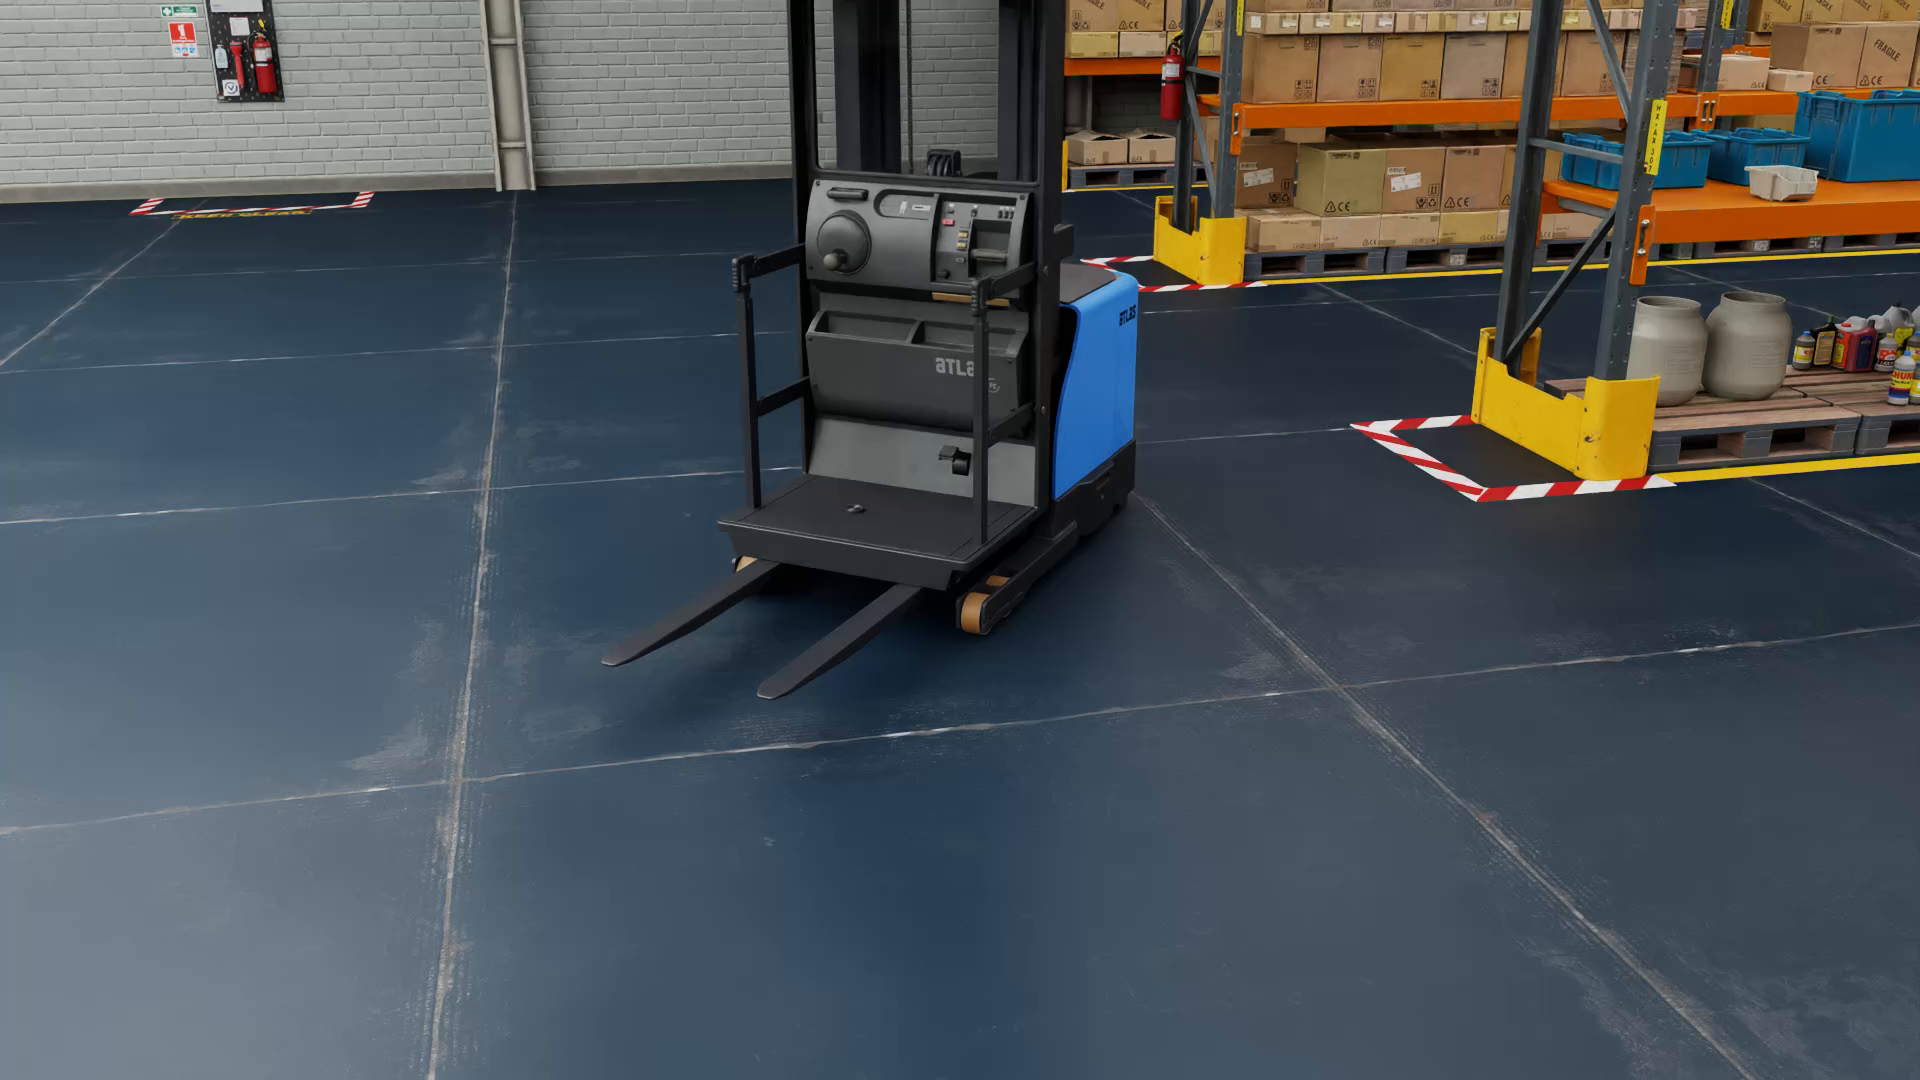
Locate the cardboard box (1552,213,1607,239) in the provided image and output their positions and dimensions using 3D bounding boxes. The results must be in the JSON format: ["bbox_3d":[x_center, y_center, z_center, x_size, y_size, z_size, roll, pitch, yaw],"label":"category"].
[{"bbox_3d":[4.891,-2.612,13.470,0.500,0.250,0.500,-5,21,-12],"label":"cardboard box"}]

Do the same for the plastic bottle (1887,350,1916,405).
[{"bbox_3d":[4.861,-0.841,8.577,0.097,0.271,0.097,0,20,0],"label":"plastic bottle"}]

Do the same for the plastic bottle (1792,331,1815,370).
[{"bbox_3d":[4.711,-1.061,9.280,0.097,0.201,0.097,0,20,0],"label":"plastic bottle"}]

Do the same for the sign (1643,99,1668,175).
[{"bbox_3d":[3.147,-1.822,7.525,0.005,0.325,0.100,-5,21,-12],"label":"sign"}]

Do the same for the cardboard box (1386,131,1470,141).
[{"bbox_3d":[3.799,-3.058,13.600,0.500,0.500,0.500,-5,21,-12],"label":"cardboard box"}]

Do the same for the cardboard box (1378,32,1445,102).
[{"bbox_3d":[3.340,-3.695,12.896,0.500,0.500,0.700,-5,21,-12],"label":"cardboard box"}]

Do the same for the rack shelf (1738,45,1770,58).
[{"bbox_3d":[10.477,-5.647,19.414,4.000,0.370,1.077,-5,21,-12],"label":"rack shelf"}]

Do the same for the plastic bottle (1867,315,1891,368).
[{"bbox_3d":[5.098,-1.118,9.326,0.135,0.276,0.152,-5,21,-14],"label":"plastic bottle"}]

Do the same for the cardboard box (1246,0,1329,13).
[{"bbox_3d":[2.397,-4.228,12.464,0.500,0.500,0.700,-5,21,-12],"label":"cardboard box"}]

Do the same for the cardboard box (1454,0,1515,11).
[{"bbox_3d":[3.886,-4.351,12.801,0.500,0.500,0.700,-5,21,-12],"label":"cardboard box"}]

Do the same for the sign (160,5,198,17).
[{"bbox_3d":[-7.581,-5.134,16.146,0.331,0.109,0.001,-5,21,-12],"label":"sign"}]

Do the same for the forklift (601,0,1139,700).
[{"bbox_3d":[-0.262,-1.182,6.280,1.130,2.935,3.031,9,22,23],"label":"forklift"}]

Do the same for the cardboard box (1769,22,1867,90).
[{"bbox_3d":[7.045,-3.996,13.716,0.500,0.500,0.500,-3,20,-9],"label":"cardboard box"}]

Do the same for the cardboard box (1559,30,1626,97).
[{"bbox_3d":[4.839,-3.817,13.229,0.500,0.500,0.700,-5,21,-13],"label":"cardboard box"}]

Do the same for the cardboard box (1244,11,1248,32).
[{"bbox_3d":[2.217,-3.981,12.732,0.250,0.149,0.380,-5,21,-13],"label":"cardboard box"}]

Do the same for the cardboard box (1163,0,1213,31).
[{"bbox_3d":[2.266,-5.496,17.055,0.500,0.500,0.500,-5,21,-14],"label":"cardboard box"}]

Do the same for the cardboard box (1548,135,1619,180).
[{"bbox_3d":[4.891,-2.964,13.342,0.500,0.500,0.500,-5,21,-12],"label":"cardboard box"}]

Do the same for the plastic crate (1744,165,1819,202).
[{"bbox_3d":[3.970,-1.716,8.021,0.250,0.136,0.298,-5,21,-12],"label":"plastic crate"}]

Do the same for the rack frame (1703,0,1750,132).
[{"bbox_3d":[8.530,-5.826,18.858,0.127,3.000,1.000,-5,21,-12],"label":"rack frame"}]

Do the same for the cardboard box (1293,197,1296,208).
[{"bbox_3d":[2.826,-2.626,13.509,0.500,0.250,0.500,-5,21,-12],"label":"cardboard box"}]

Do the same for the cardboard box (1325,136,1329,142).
[{"bbox_3d":[4.124,-4.333,18.263,0.250,0.166,0.380,-7,21,-20],"label":"cardboard box"}]

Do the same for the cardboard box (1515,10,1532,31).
[{"bbox_3d":[4.330,-4.010,12.812,0.250,0.149,0.380,-4,21,-11],"label":"cardboard box"}]

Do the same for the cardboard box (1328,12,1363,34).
[{"bbox_3d":[2.819,-3.887,12.475,0.250,0.149,0.380,-5,21,-12],"label":"cardboard box"}]

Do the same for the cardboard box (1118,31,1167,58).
[{"bbox_3d":[1.795,-5.110,17.092,0.500,0.250,0.500,-5,21,-14],"label":"cardboard box"}]

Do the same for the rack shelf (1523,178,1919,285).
[{"bbox_3d":[4.971,-1.697,8.633,4.000,0.370,1.077,-5,21,-12],"label":"rack shelf"}]

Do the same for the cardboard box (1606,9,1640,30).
[{"bbox_3d":[5.071,-4.069,12.974,0.250,0.149,0.380,-5,21,-14],"label":"cardboard box"}]

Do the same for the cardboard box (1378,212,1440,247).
[{"bbox_3d":[3.434,-2.489,13.136,0.500,0.250,0.500,-5,21,-12],"label":"cardboard box"}]

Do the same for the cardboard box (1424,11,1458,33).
[{"bbox_3d":[3.573,-3.948,12.643,0.250,0.149,0.380,-5,21,-13],"label":"cardboard box"}]

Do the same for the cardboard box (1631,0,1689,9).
[{"bbox_3d":[5.351,-4.470,13.126,0.500,0.500,0.700,-5,21,-12],"label":"cardboard box"}]

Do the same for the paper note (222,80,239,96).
[{"bbox_3d":[-7.214,-4.476,16.452,0.142,0.148,0.016,-5,21,-12],"label":"paper note"}]

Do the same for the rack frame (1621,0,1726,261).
[{"bbox_3d":[5.781,-3.852,13.468,0.127,3.000,1.000,-5,21,-12],"label":"rack frame"}]

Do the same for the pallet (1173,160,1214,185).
[{"bbox_3d":[2.803,-4.037,18.029,1.213,0.211,1.003,-5,21,-12],"label":"pallet"}]

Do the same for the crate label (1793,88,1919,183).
[{"bbox_3d":[4.754,-2.129,8.715,0.616,0.435,0.502,-5,21,-12],"label":"crate label"}]

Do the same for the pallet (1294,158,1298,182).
[{"bbox_3d":[3.992,-4.135,18.296,1.213,0.211,1.003,-5,21,-12],"label":"pallet"}]

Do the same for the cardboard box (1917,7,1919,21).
[{"bbox_3d":[11.047,-6.137,19.101,0.500,0.500,0.500,-5,21,-12],"label":"cardboard box"}]

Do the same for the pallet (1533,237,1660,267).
[{"bbox_3d":[4.998,-2.493,13.814,1.213,0.211,1.003,-5,21,-12],"label":"pallet"}]

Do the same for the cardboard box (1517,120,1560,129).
[{"bbox_3d":[6.347,-4.691,18.753,0.500,0.500,0.700,-4,21,-12],"label":"cardboard box"}]

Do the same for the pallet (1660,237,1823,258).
[{"bbox_3d":[6.489,-2.614,14.143,1.213,0.211,1.003,-5,21,-12],"label":"pallet"}]

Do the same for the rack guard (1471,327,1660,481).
[{"bbox_3d":[3.088,-0.725,8.566,0.348,0.500,1.175,-5,21,-12],"label":"rack guard"}]

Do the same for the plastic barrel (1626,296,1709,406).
[{"bbox_3d":[3.648,-0.983,8.644,0.421,0.512,0.421,0,20,0],"label":"plastic barrel"}]

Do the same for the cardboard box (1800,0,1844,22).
[{"bbox_3d":[9.574,-6.013,18.762,0.500,0.500,0.500,-4,20,-11],"label":"cardboard box"}]

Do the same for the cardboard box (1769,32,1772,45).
[{"bbox_3d":[9.151,-5.683,18.804,0.250,0.149,0.380,-4,21,-12],"label":"cardboard box"}]

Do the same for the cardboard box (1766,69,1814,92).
[{"bbox_3d":[6.691,-3.735,13.516,0.250,0.149,0.380,-5,21,-12],"label":"cardboard box"}]

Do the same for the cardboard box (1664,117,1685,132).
[{"bbox_3d":[7.842,-4.784,19.009,0.500,0.500,0.700,-4,21,-12],"label":"cardboard box"}]

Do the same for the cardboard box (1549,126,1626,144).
[{"bbox_3d":[5.258,-3.178,13.926,0.500,0.500,0.500,-5,21,-12],"label":"cardboard box"}]

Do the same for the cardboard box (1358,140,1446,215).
[{"bbox_3d":[3.431,-2.845,13.018,0.500,0.500,0.500,-5,21,-12],"label":"cardboard box"}]

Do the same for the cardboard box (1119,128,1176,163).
[{"bbox_3d":[1.994,-4.207,17.707,0.500,0.311,0.500,-3,20,-8],"label":"cardboard box"}]
